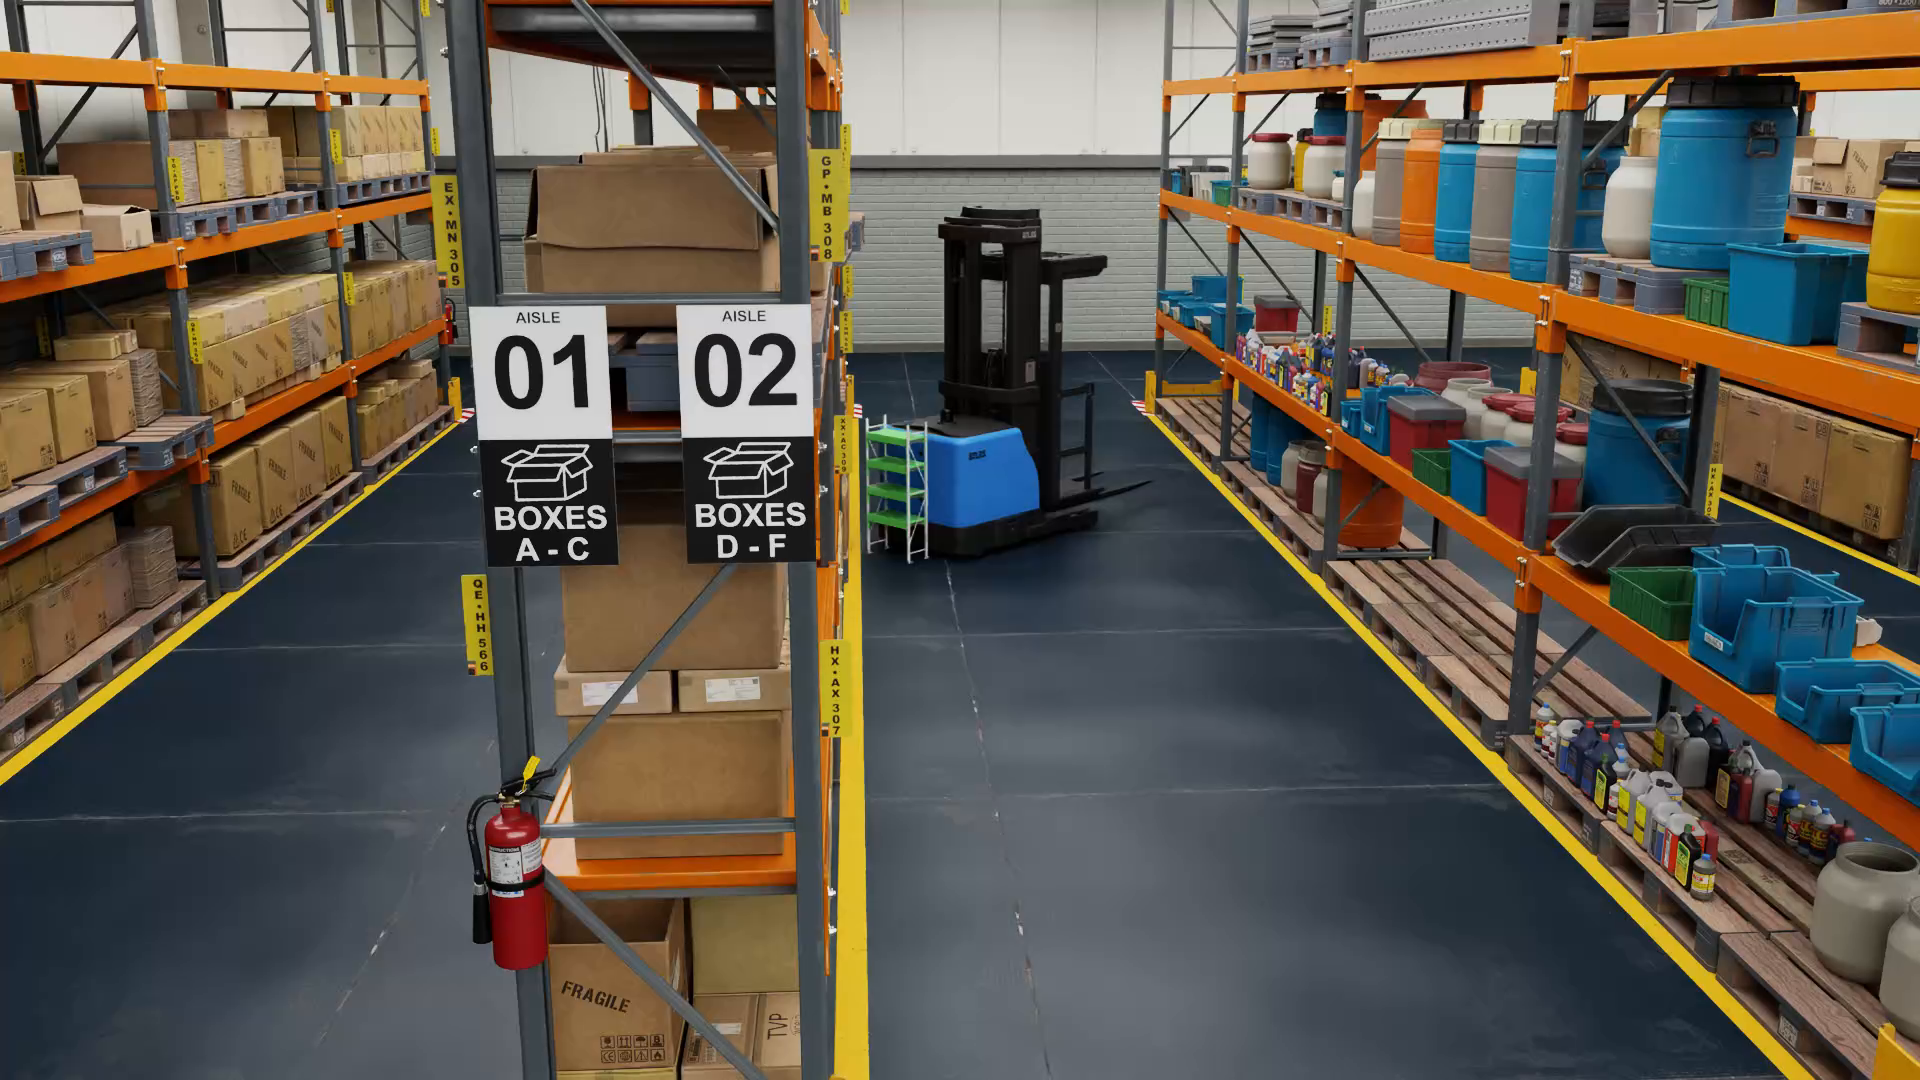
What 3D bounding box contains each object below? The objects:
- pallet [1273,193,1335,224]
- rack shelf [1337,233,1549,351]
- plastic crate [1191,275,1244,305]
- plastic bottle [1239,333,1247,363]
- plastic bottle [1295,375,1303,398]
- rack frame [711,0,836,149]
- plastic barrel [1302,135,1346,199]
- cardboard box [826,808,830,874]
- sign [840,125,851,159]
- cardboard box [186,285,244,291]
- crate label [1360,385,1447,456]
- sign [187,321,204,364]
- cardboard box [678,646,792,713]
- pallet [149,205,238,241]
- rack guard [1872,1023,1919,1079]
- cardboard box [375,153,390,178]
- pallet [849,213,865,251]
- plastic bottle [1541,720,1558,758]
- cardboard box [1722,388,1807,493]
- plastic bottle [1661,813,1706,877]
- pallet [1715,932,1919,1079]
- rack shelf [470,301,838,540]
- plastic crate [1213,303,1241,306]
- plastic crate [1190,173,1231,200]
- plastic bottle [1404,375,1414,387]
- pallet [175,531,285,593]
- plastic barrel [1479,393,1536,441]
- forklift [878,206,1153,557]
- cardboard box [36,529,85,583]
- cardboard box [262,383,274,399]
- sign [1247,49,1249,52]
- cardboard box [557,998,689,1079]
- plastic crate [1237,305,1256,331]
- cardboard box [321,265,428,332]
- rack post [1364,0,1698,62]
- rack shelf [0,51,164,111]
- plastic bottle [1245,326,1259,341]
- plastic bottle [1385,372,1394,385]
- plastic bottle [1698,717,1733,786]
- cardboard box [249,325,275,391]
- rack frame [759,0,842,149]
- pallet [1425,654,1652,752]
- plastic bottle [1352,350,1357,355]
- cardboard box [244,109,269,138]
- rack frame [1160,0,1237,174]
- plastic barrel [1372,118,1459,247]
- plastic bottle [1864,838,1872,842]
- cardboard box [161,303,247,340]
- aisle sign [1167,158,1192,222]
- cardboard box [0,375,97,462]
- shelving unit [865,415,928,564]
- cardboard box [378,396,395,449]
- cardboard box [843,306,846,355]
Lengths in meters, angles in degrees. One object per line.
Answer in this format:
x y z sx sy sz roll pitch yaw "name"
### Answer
3.473 -3.009 15.061 1.003 0.211 1.213 -1 14 -3 "pallet"
3.625 -1.736 11.176 1.077 0.370 4.000 -1 14 -3 "rack shelf"
3.213 -3.084 20.802 0.616 0.435 0.499 -1 14 -3 "plastic crate"
2.859 -1.936 16.765 0.061 0.283 0.133 -1 14 -3 "plastic bottle"
3.011 -1.358 14.684 0.097 0.201 0.097 0 14 0 "plastic bottle"
-1.443 -3.958 12.352 1.000 3.000 0.127 -1 14 -3 "rack frame"
3.241 -3.289 14.655 0.433 0.535 0.433 0 14 0 "plastic barrel"
-0.849 1.192 7.546 0.500 0.500 0.500 -1 14 -3 "cardboard box"
-1.137 -3.951 16.516 0.100 0.325 0.005 -1 14 -3 "sign"
-6.791 -2.163 15.070 0.500 0.250 0.500 -1 14 -5 "cardboard box"
3.293 -0.895 12.412 0.502 0.435 0.616 -1 14 -3 "crate label"
-5.846 -1.509 12.706 0.100 0.325 0.005 -1 14 -3 "sign"
-0.756 0.473 5.666 0.380 0.149 0.250 -1 14 -4 "cardboard box"
-6.479 -2.496 13.068 1.213 0.211 1.003 0 14 -1 "pallet"
3.945 2.053 6.043 1.175 0.500 0.348 -1 14 -3 "rack guard"
-6.471 -4.033 17.918 0.500 0.250 0.500 -1 14 -5 "cardboard box"
-1.311 -2.247 12.099 1.213 0.211 1.003 0 14 -1 "pallet"
3.338 1.120 9.388 0.097 0.201 0.097 0 14 0 "plastic bottle"
8.313 -0.993 16.288 1.225 0.875 0.875 -1 14 -5 "cardboard box"
3.457 1.454 7.939 0.152 0.276 0.135 -1 14 -3 "plastic bottle"
3.900 1.991 6.864 1.003 0.211 1.213 -1 14 -3 "pallet"
-1.071 -0.665 7.016 1.077 0.370 4.000 -1 14 -3 "rack shelf"
3.237 -2.820 20.374 0.396 0.136 0.243 -1 14 -3 "plastic crate"
2.835 -3.958 18.606 0.437 0.282 0.530 -1 14 -3 "plastic crate"
3.822 -1.267 14.166 0.061 0.283 0.133 -1 14 -3 "plastic bottle"
-6.360 0.177 13.913 1.003 0.211 1.213 -1 14 -3 "pallet"
3.837 -0.731 11.575 0.433 0.535 0.433 0 14 0 "plastic barrel"
0.638 -1.573 15.259 1.130 2.935 3.031 13 19 41 "forklift"
-6.280 0.107 11.218 0.500 0.250 0.500 -1 14 -4 "cardboard box"
-6.282 -1.331 14.642 0.380 0.149 0.250 -1 14 -3 "cardboard box"
3.554 -5.880 20.467 0.100 0.325 0.005 -1 14 -3 "sign"
-1.275 1.936 6.158 0.500 0.250 0.500 -1 14 -3 "cardboard box"
3.343 -2.478 18.754 0.437 0.282 0.530 -1 14 -3 "plastic crate"
-6.784 -2.803 19.299 0.980 0.700 0.700 -1 14 -4 "cardboard box"
3.541 -3.624 10.653 1.013 1.000 3.121 -1 14 -3 "rack post"
-6.263 -2.842 10.258 1.077 0.370 4.000 -1 14 -3 "rack shelf"
2.954 -1.997 16.867 0.144 0.351 0.185 -1 14 -3 "plastic bottle"
3.728 -1.322 14.404 0.097 0.271 0.097 0 14 0 "plastic bottle"
4.089 1.139 9.011 0.144 0.351 0.185 -2 15 -6 "plastic bottle"
-6.214 -1.556 14.218 0.500 0.500 0.500 -1 14 -4 "cardboard box"
-1.938 -5.948 20.085 1.000 3.000 0.127 -1 14 -3 "rack frame"
3.662 1.022 10.631 1.003 0.211 1.213 -1 14 -3 "pallet"
3.677 -1.663 15.719 0.152 0.276 0.135 -1 14 -3 "plastic bottle"
-6.711 -3.827 15.272 0.500 0.250 0.500 0 14 1 "cardboard box"
3.006 -6.024 20.379 1.000 3.000 0.127 -1 14 -3 "rack frame"
3.336 -2.617 12.150 0.600 0.901 0.600 0 14 0 "plastic barrel"
4.196 1.513 7.717 0.097 0.271 0.097 0 14 0 "plastic bottle"
-6.191 -1.792 13.627 0.500 0.250 0.500 -1 14 -4 "cardboard box"
2.705 -4.391 20.854 0.394 0.787 0.004 -1 14 -3 "aisle sign"
-6.248 -0.811 11.075 0.700 0.500 0.500 -1 14 -3 "cardboard box"
-0.545 -0.443 14.340 0.503 1.200 0.258 13 19 41 "shelving unit"
-6.606 -1.276 18.139 0.700 0.500 0.500 -1 14 -4 "cardboard box"
-1.450 -2.227 17.463 0.500 0.500 0.500 -1 14 -2 "cardboard box"
